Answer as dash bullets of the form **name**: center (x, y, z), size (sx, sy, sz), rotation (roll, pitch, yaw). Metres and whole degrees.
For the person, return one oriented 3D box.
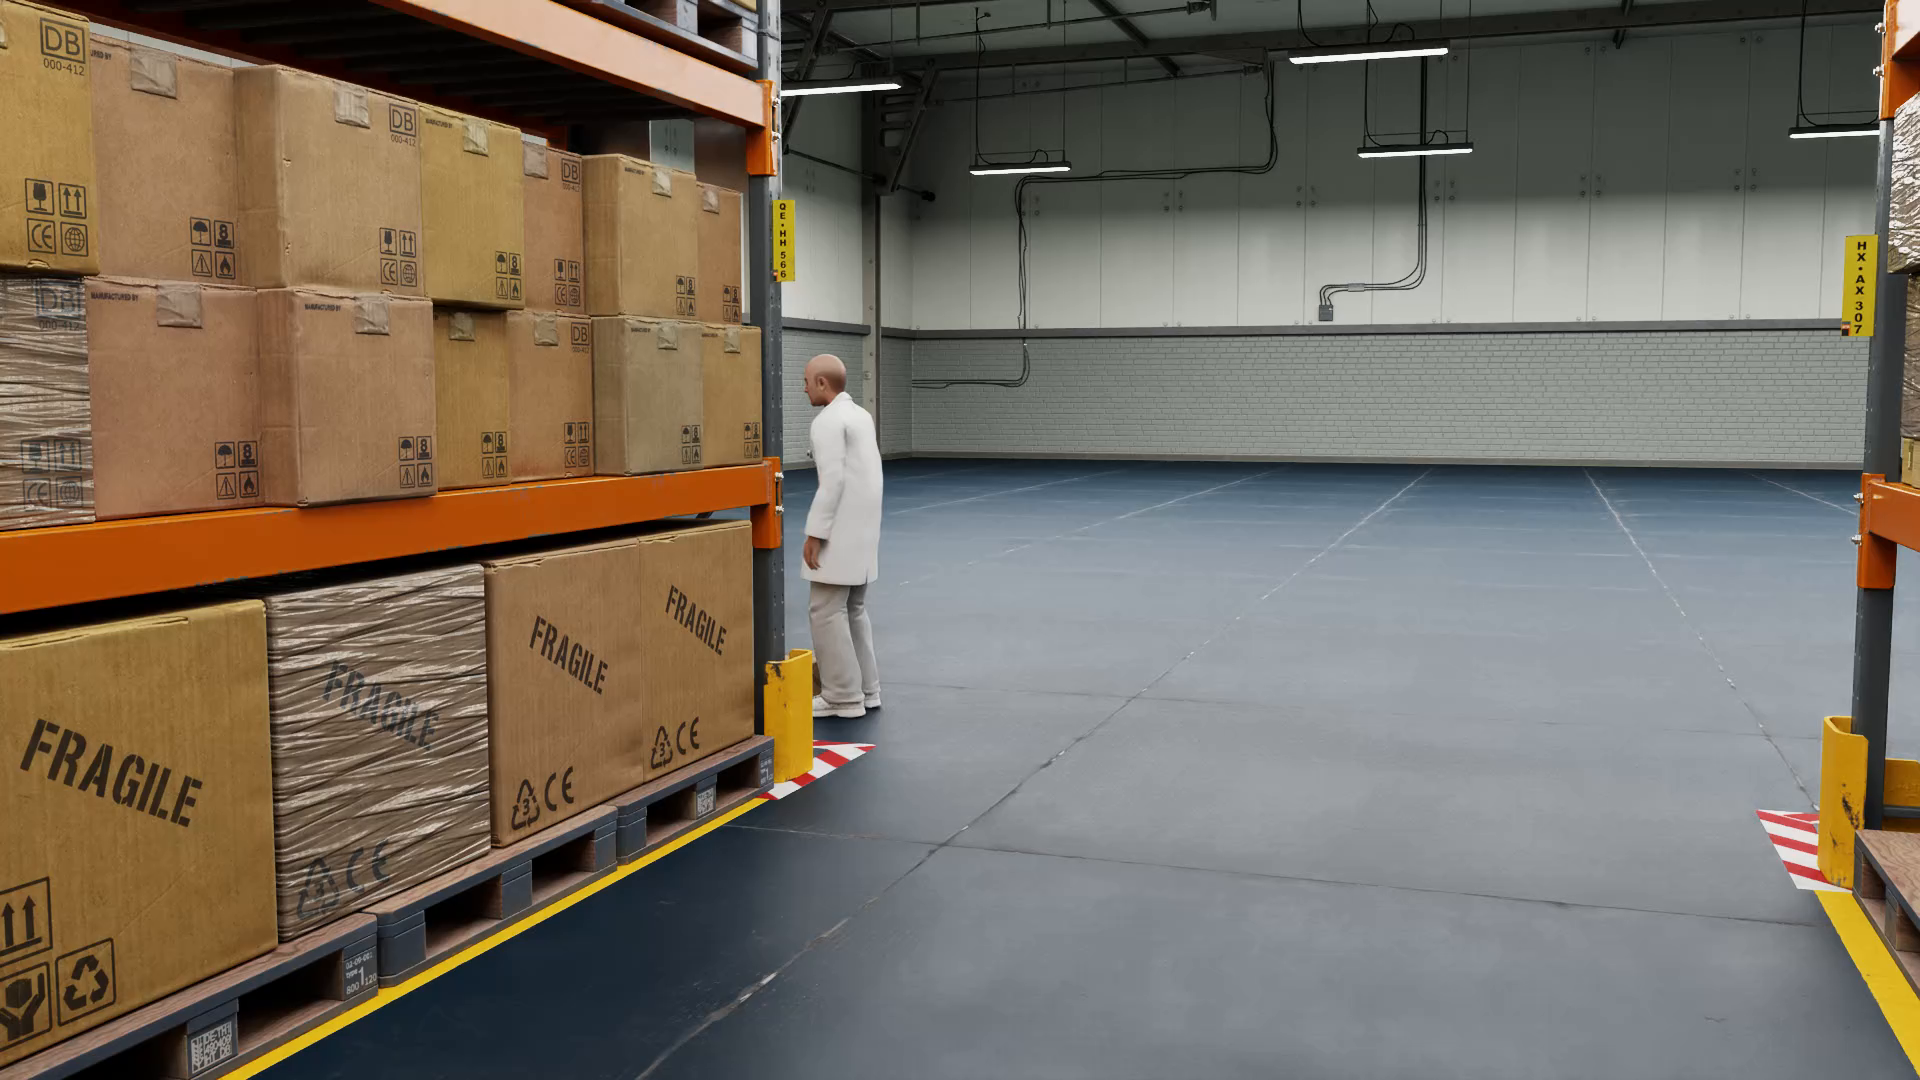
- **person**: center (-0.596, -0.025, 8.212), size (0.415, 1.774, 0.654), rotation (2, 5, 17)
